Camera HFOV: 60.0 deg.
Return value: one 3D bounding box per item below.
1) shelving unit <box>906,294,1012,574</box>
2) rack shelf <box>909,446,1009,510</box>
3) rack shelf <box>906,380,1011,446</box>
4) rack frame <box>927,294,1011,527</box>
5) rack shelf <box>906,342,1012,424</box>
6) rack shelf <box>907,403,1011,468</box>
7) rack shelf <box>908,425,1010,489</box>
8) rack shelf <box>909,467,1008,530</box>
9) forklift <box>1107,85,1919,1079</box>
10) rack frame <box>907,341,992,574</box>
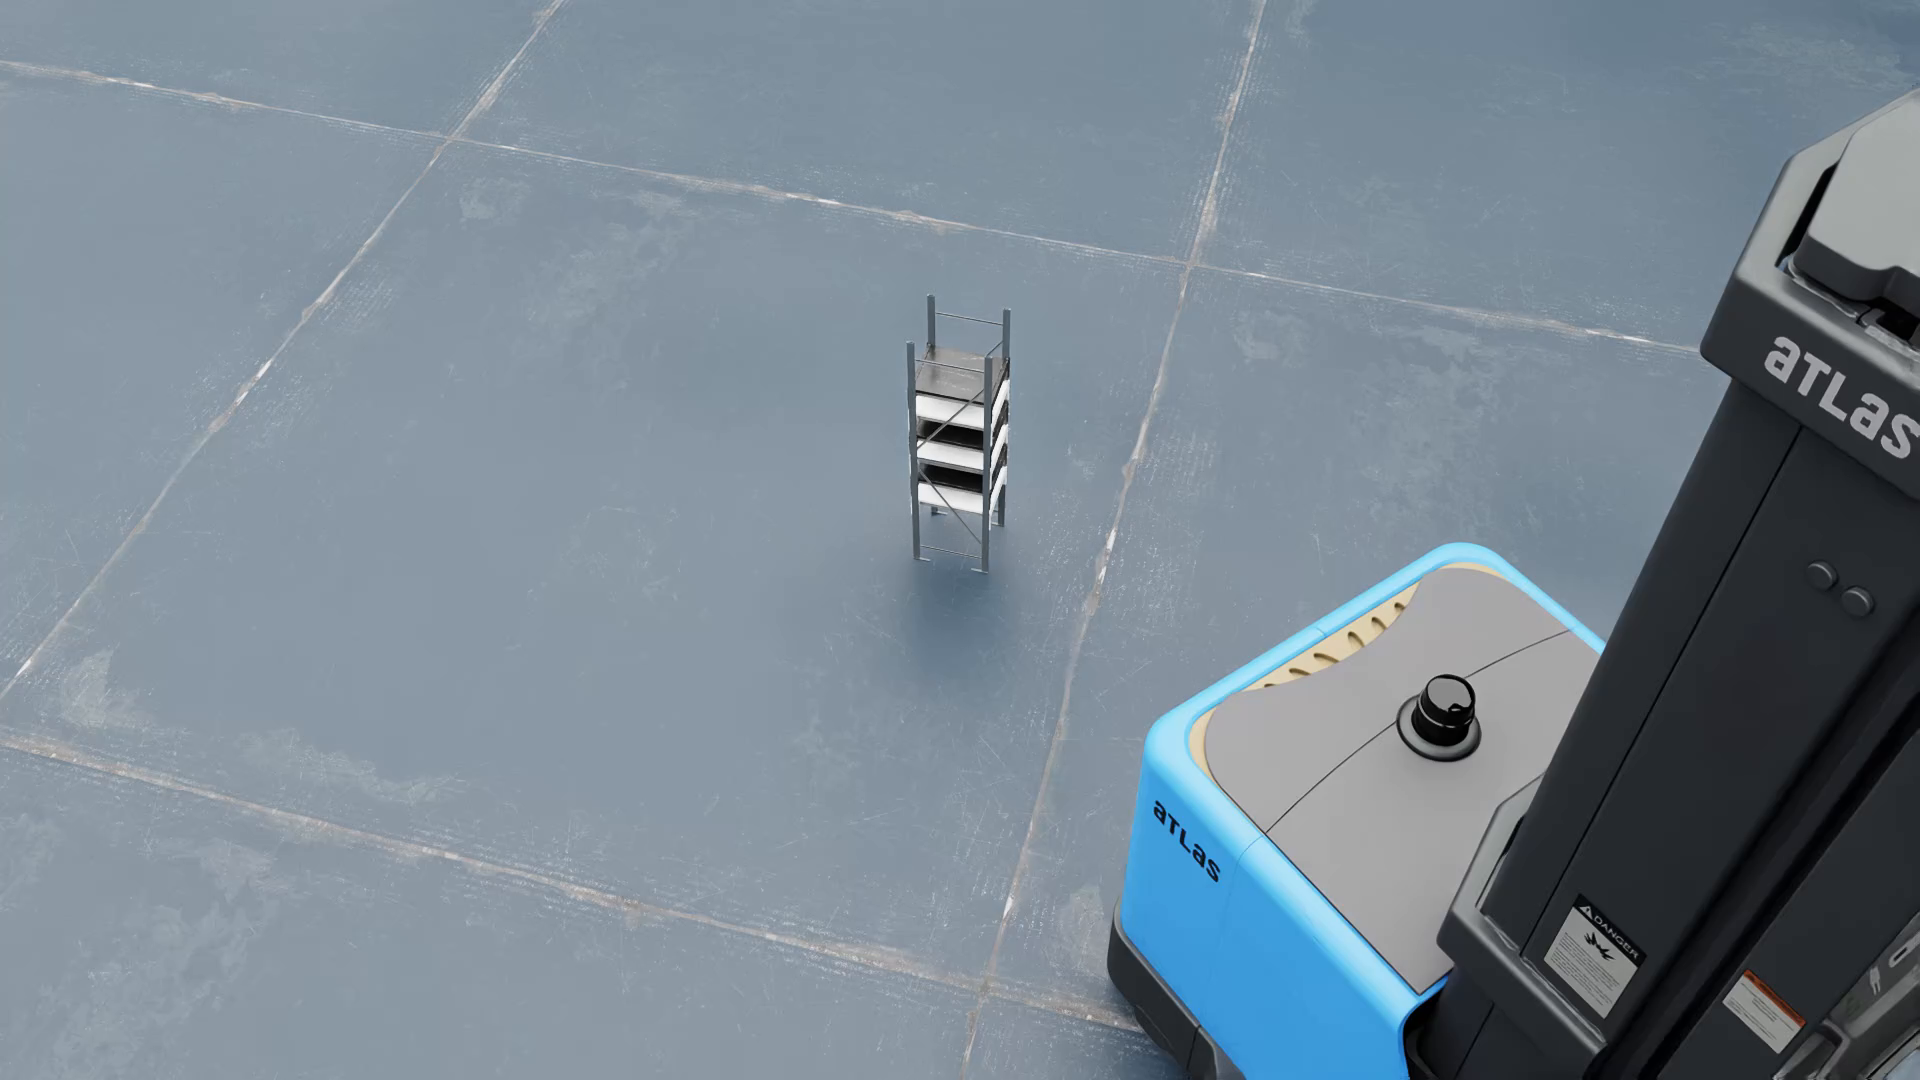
[{"bbox_3d":[-0.002,-0.292,4.907,0.258,0.900,0.210,12,50,10],"label":"shelving unit"},{"bbox_3d":[-0.002,-0.210,5.000,0.258,0.077,0.200,12,50,10],"label":"rack shelf"},{"bbox_3d":[-0.002,-0.389,4.797,0.258,0.077,0.200,12,50,10],"label":"rack shelf"},{"bbox_3d":[0.025,-0.365,4.972,0.240,0.900,0.006,12,50,10],"label":"rack frame"},{"bbox_3d":[-0.002,-0.449,4.730,0.258,0.077,0.200,12,50,10],"label":"rack shelf"},{"bbox_3d":[-0.002,-0.329,4.865,0.258,0.077,0.200,12,50,10],"label":"rack shelf"},{"bbox_3d":[-0.002,-0.270,4.932,0.258,0.077,0.200,12,50,10],"label":"rack shelf"},{"bbox_3d":[-0.002,-0.151,5.067,0.258,0.077,0.200,12,50,10],"label":"rack shelf"},{"bbox_3d":[1.630,0.833,2.560,1.130,2.935,3.031,-28,54,-22],"label":"forklift"},{"bbox_3d":[-0.029,-0.218,4.843,0.240,0.900,0.006,12,50,10],"label":"rack frame"}]
